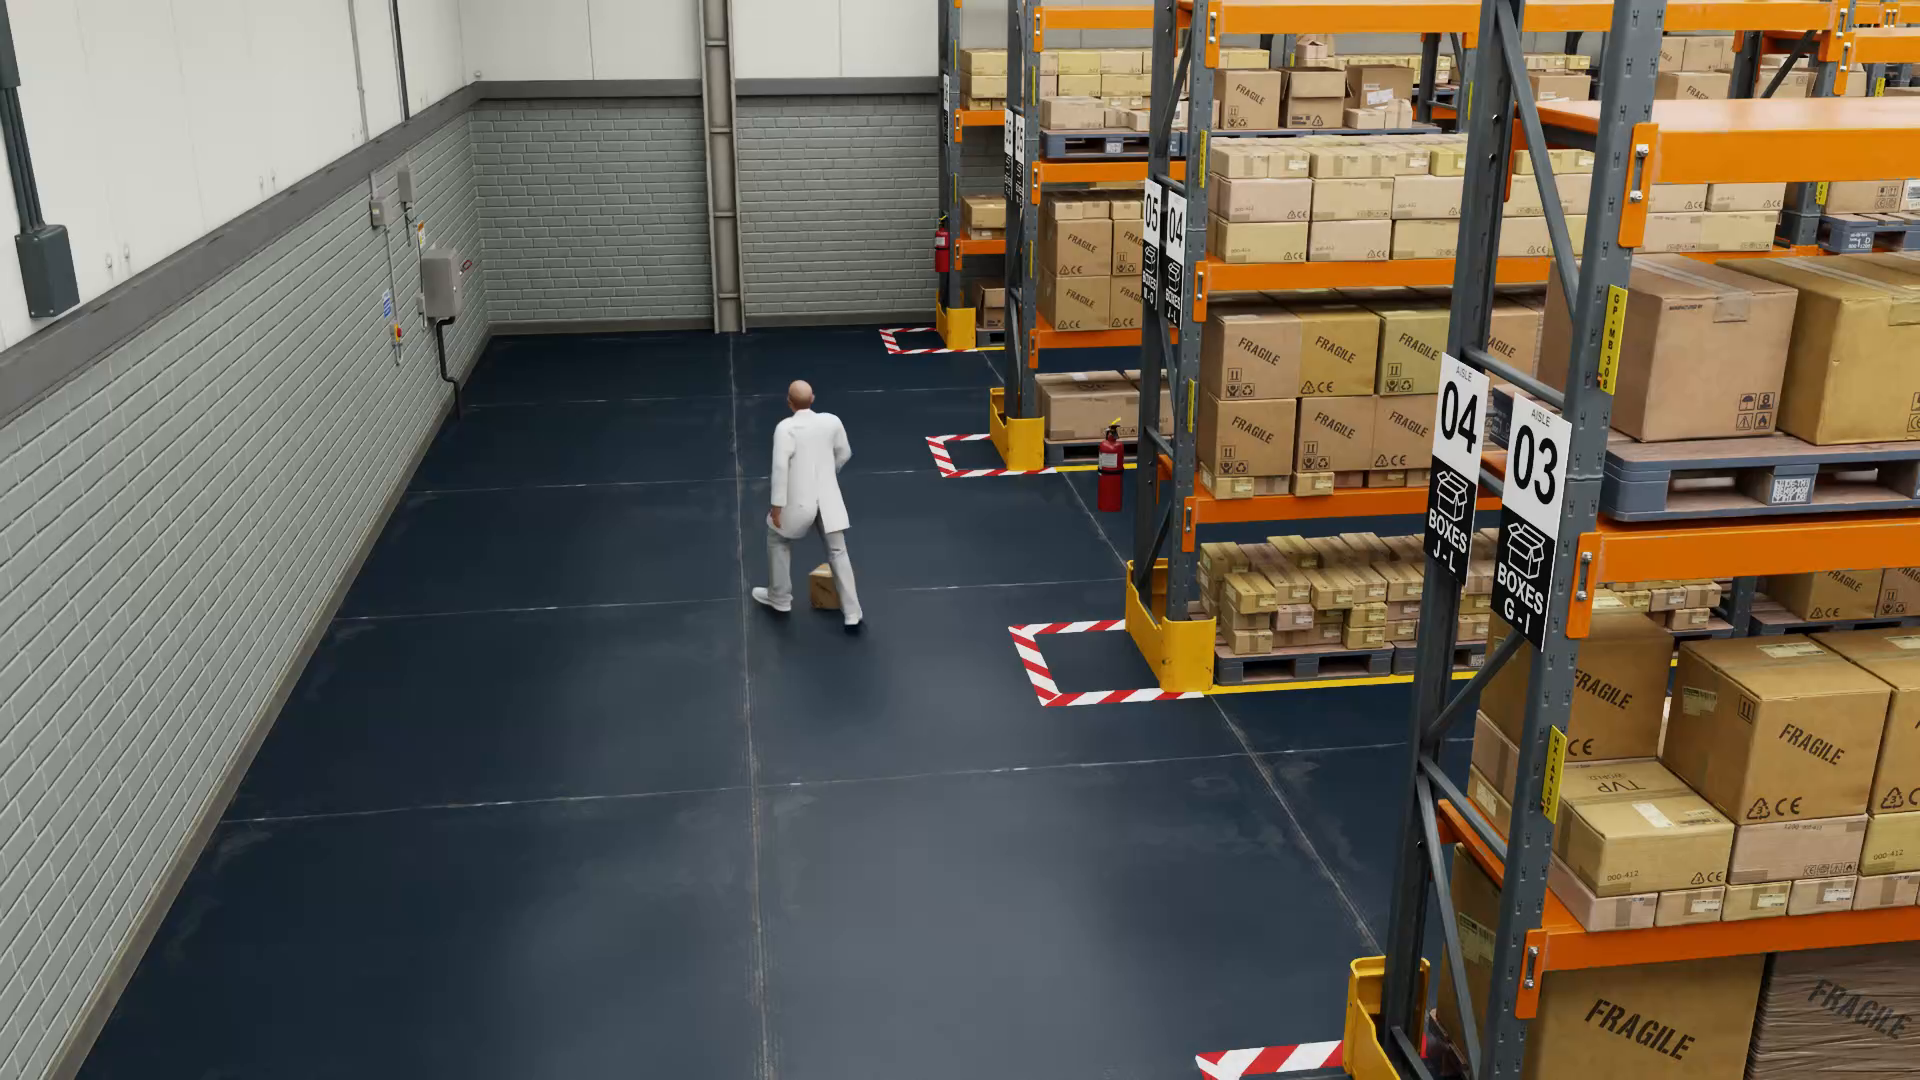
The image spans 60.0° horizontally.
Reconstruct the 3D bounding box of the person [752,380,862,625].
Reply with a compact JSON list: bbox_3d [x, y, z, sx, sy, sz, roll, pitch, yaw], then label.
[{"bbox_3d":[-1.050,-0.270,11.868,0.706,1.715,0.912,-9,22,-24],"label":"person"}]
